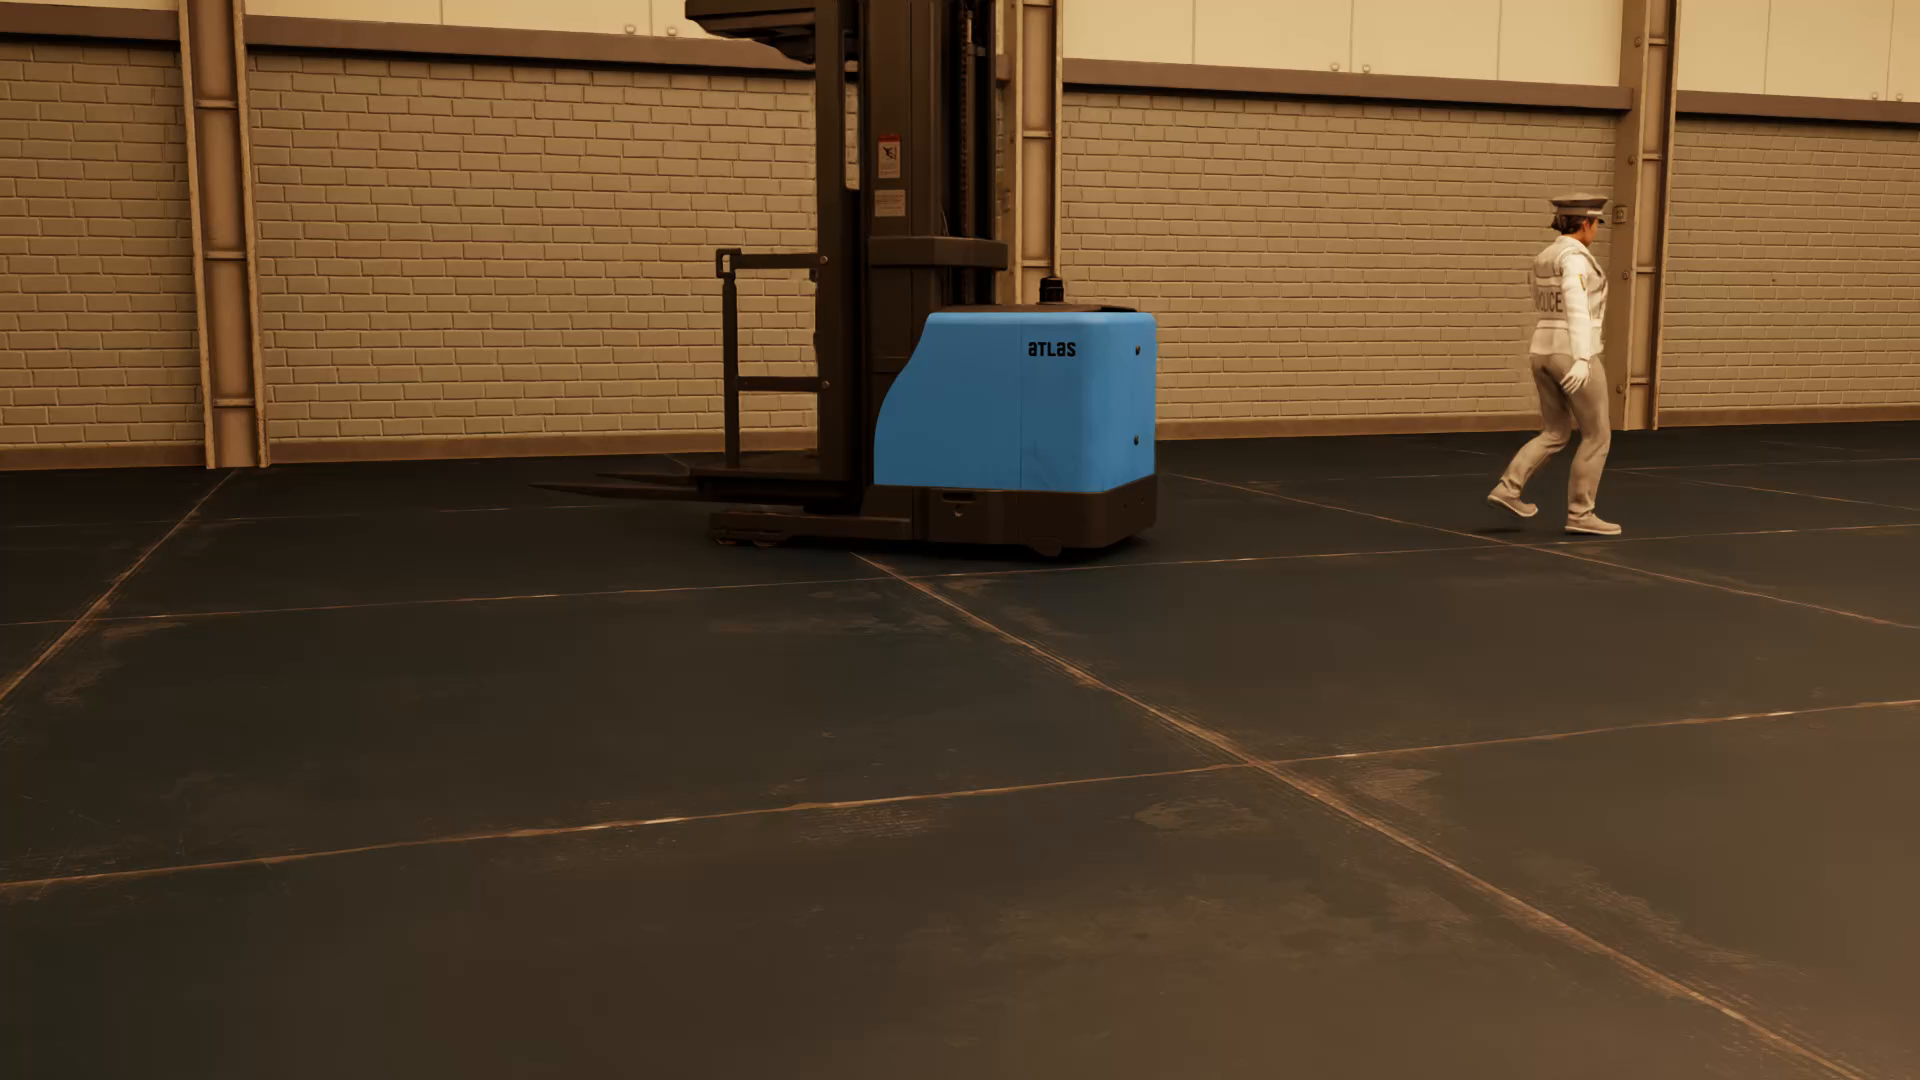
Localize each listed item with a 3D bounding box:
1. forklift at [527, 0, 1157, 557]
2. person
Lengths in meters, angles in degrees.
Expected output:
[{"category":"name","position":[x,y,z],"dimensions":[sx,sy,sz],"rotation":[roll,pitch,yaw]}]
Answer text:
[{"category":"forklift","position":[-0.630,-1.478,7.912],"dimensions":[3.031,2.935,1.130],"rotation":[3,8,20]},{"category":"person","position":[2.961,-0.848,8.079],"dimensions":[0.638,1.652,0.787],"rotation":[-1,8,-9]}]
